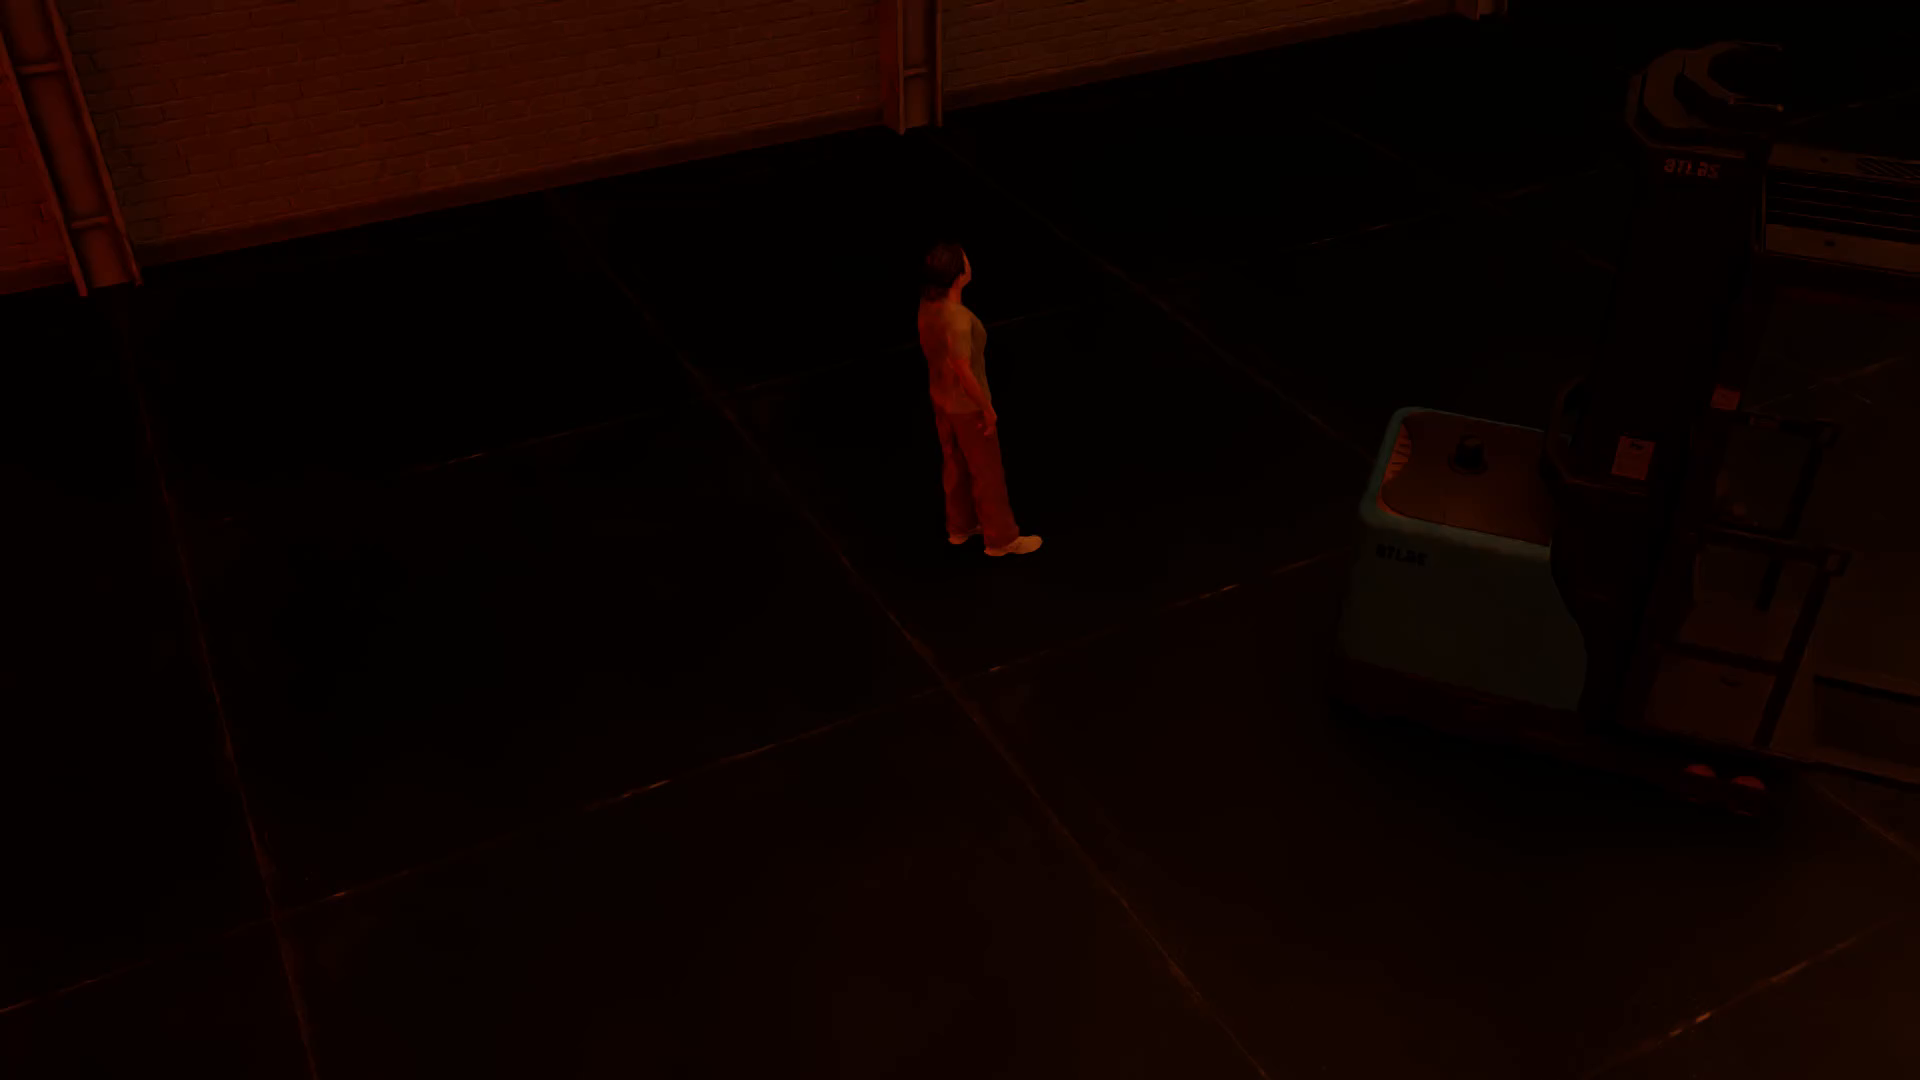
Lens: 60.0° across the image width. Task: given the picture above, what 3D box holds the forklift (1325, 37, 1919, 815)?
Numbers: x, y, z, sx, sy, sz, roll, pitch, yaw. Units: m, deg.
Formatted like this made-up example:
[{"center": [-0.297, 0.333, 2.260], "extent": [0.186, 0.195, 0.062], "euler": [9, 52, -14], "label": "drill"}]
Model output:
[{"center": [3.236, -0.386, 6.669], "extent": [3.031, 2.935, 1.130], "euler": [13, 37, 17], "label": "forklift"}]

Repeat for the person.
[{"center": [0.071, -0.695, 8.201], "extent": [0.548, 1.652, 0.554], "euler": [-17, 39, -23], "label": "person"}]
